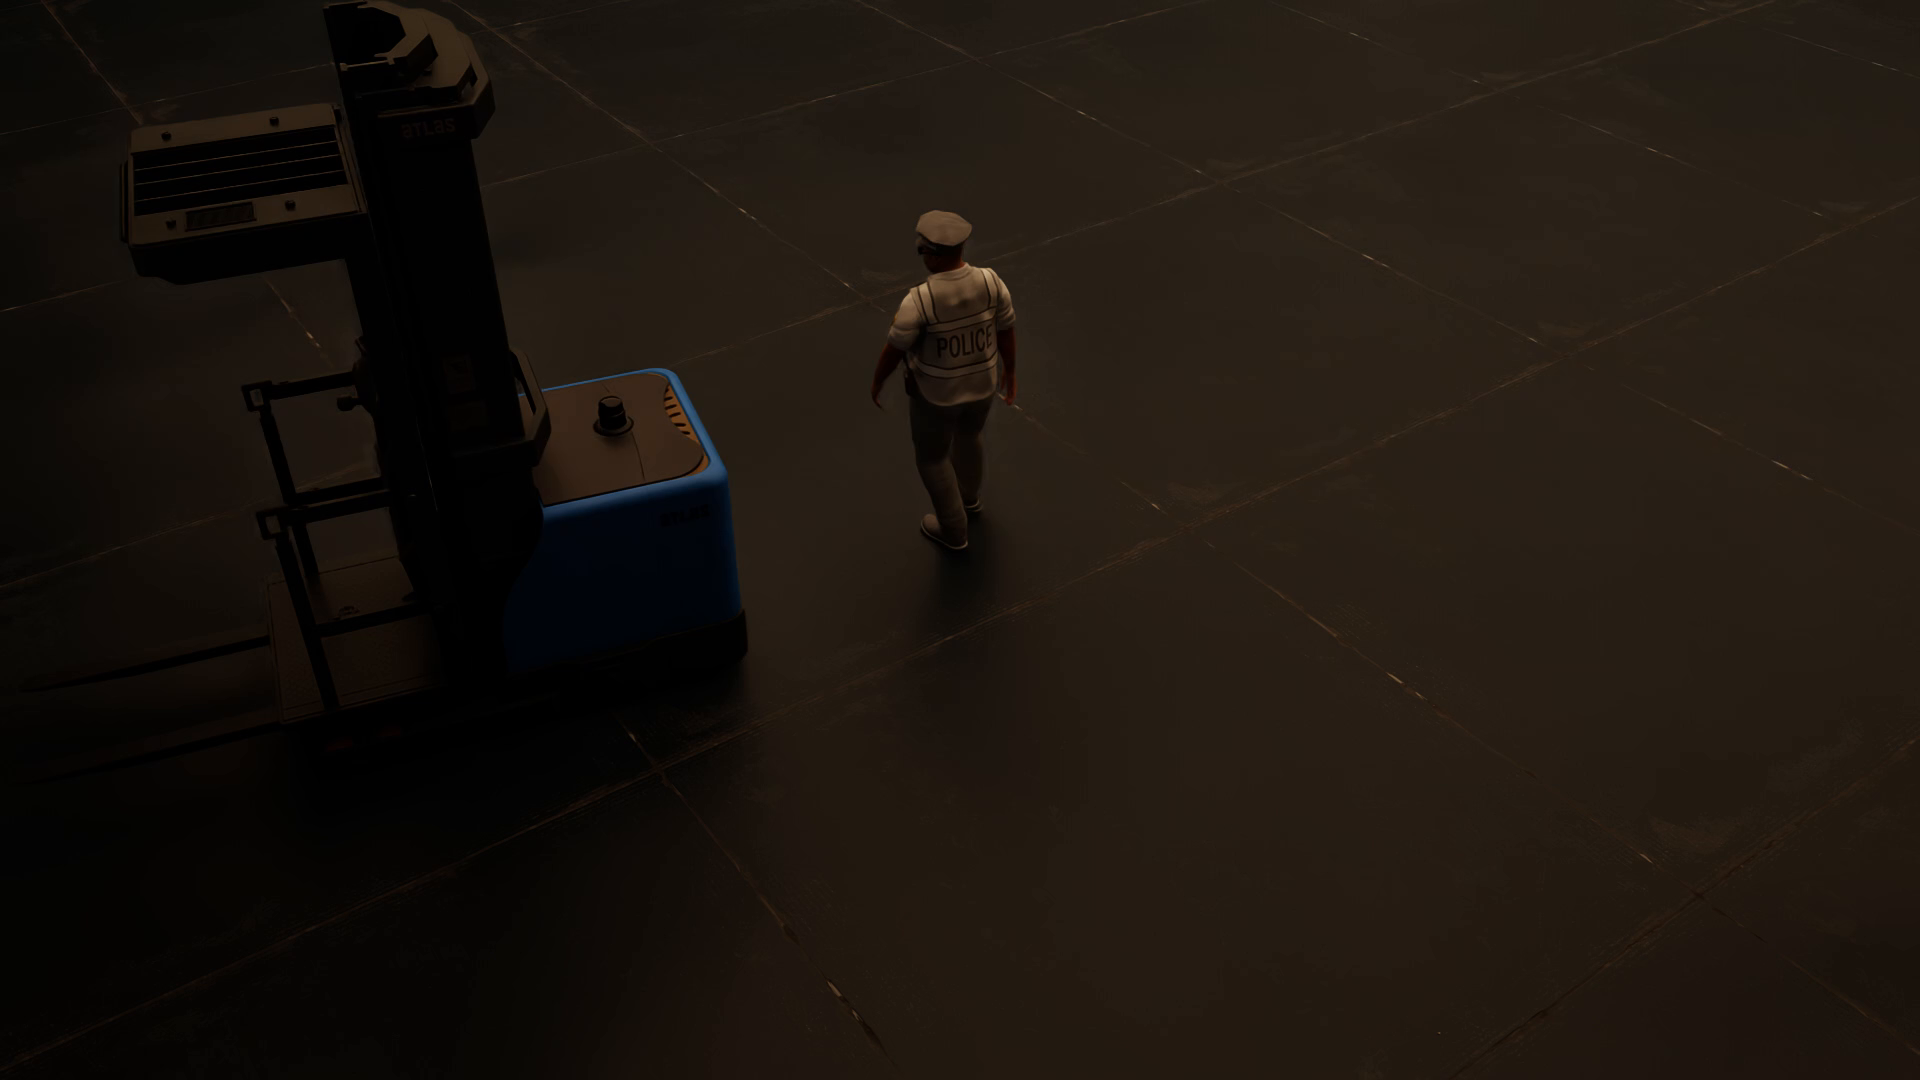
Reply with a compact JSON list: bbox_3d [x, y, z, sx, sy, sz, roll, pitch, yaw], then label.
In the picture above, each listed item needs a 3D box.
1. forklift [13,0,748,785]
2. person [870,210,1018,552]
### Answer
[{"bbox_3d":[-2.539,-0.537,6.672,3.031,2.935,1.130,-14,39,-18],"label":"forklift"},{"bbox_3d":[-0.099,-0.807,8.042,0.682,1.736,0.616,-19,40,-23],"label":"person"}]
